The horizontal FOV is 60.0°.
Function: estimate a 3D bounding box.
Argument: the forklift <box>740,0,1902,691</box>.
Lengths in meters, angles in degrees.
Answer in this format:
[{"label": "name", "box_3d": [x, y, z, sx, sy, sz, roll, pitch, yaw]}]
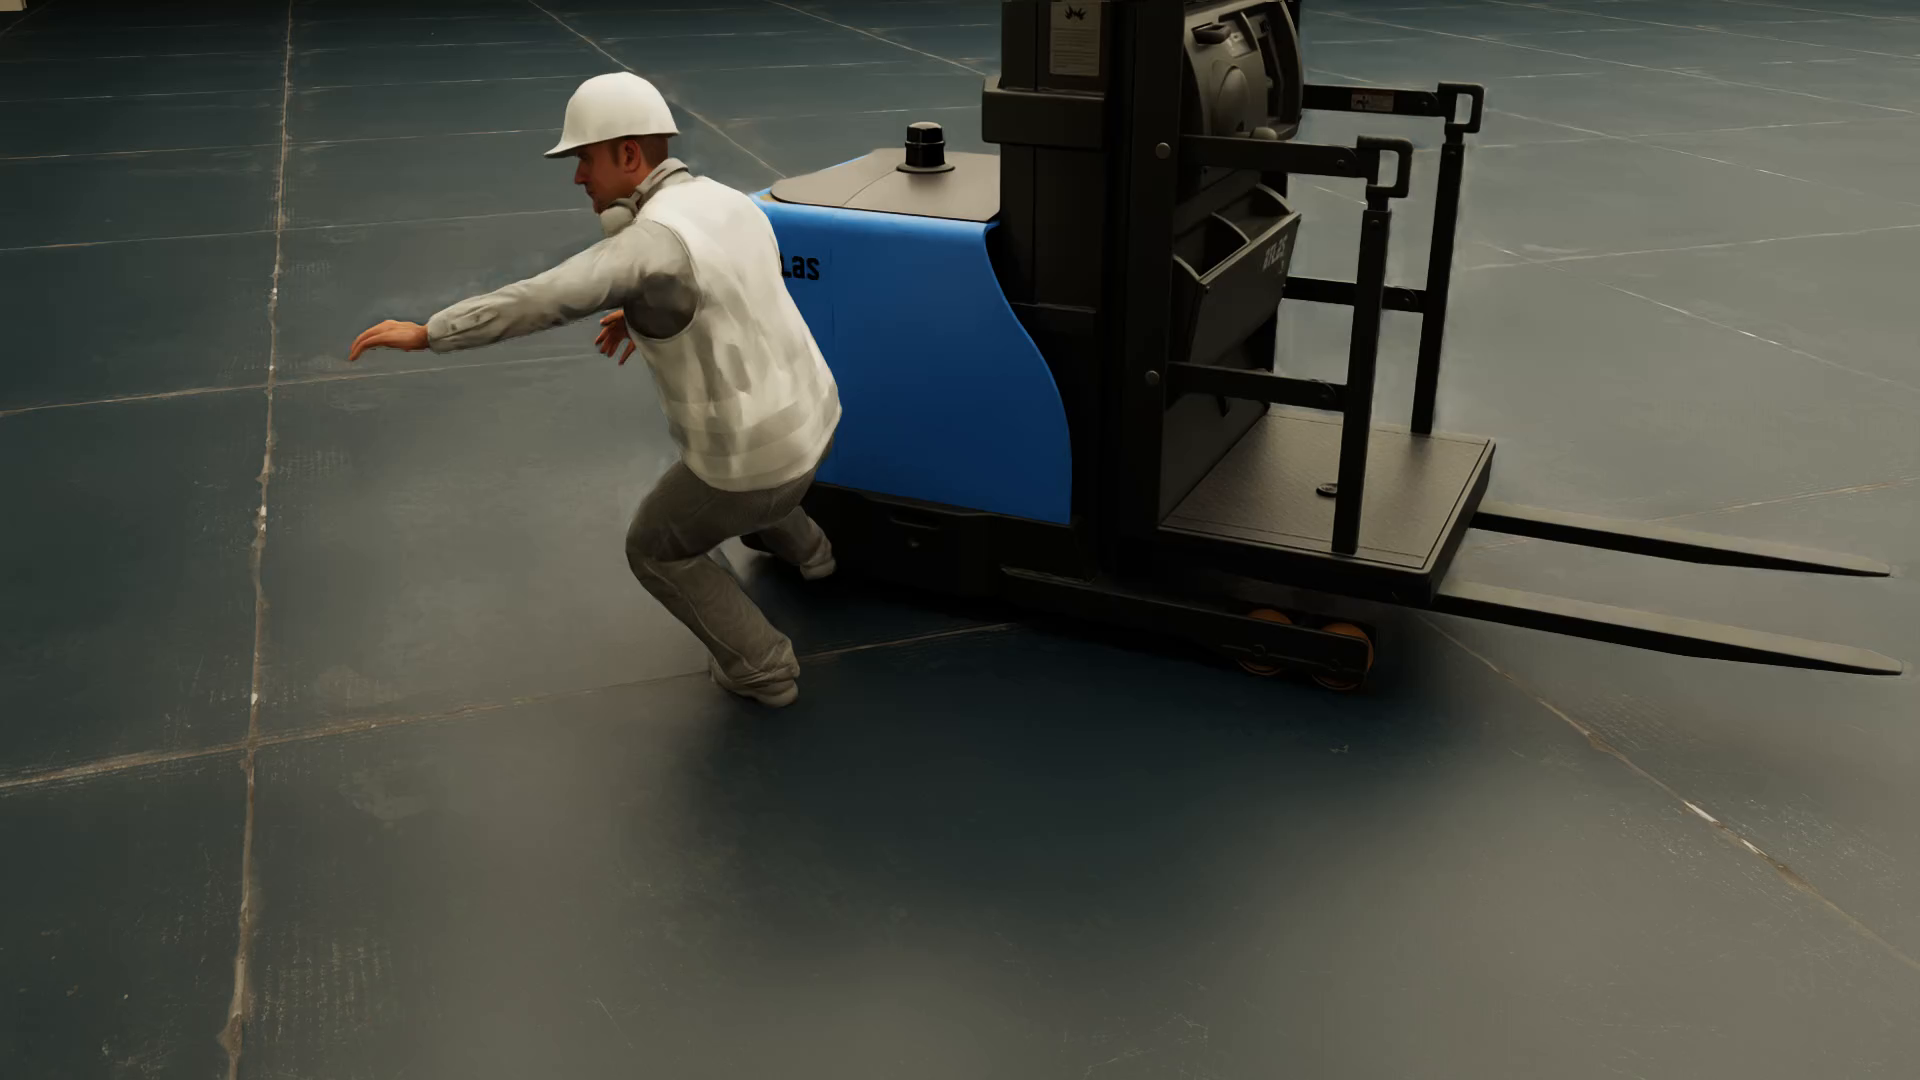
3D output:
[{"label": "forklift", "box_3d": [0.912, -1.208, 4.170, 3.031, 2.935, 1.130, 10, 25, 23]}]

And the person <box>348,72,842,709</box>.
[{"label": "person", "box_3d": [-0.670, -0.348, 3.986, 0.840, 1.531, 1.403, 7, 24, 15]}]
